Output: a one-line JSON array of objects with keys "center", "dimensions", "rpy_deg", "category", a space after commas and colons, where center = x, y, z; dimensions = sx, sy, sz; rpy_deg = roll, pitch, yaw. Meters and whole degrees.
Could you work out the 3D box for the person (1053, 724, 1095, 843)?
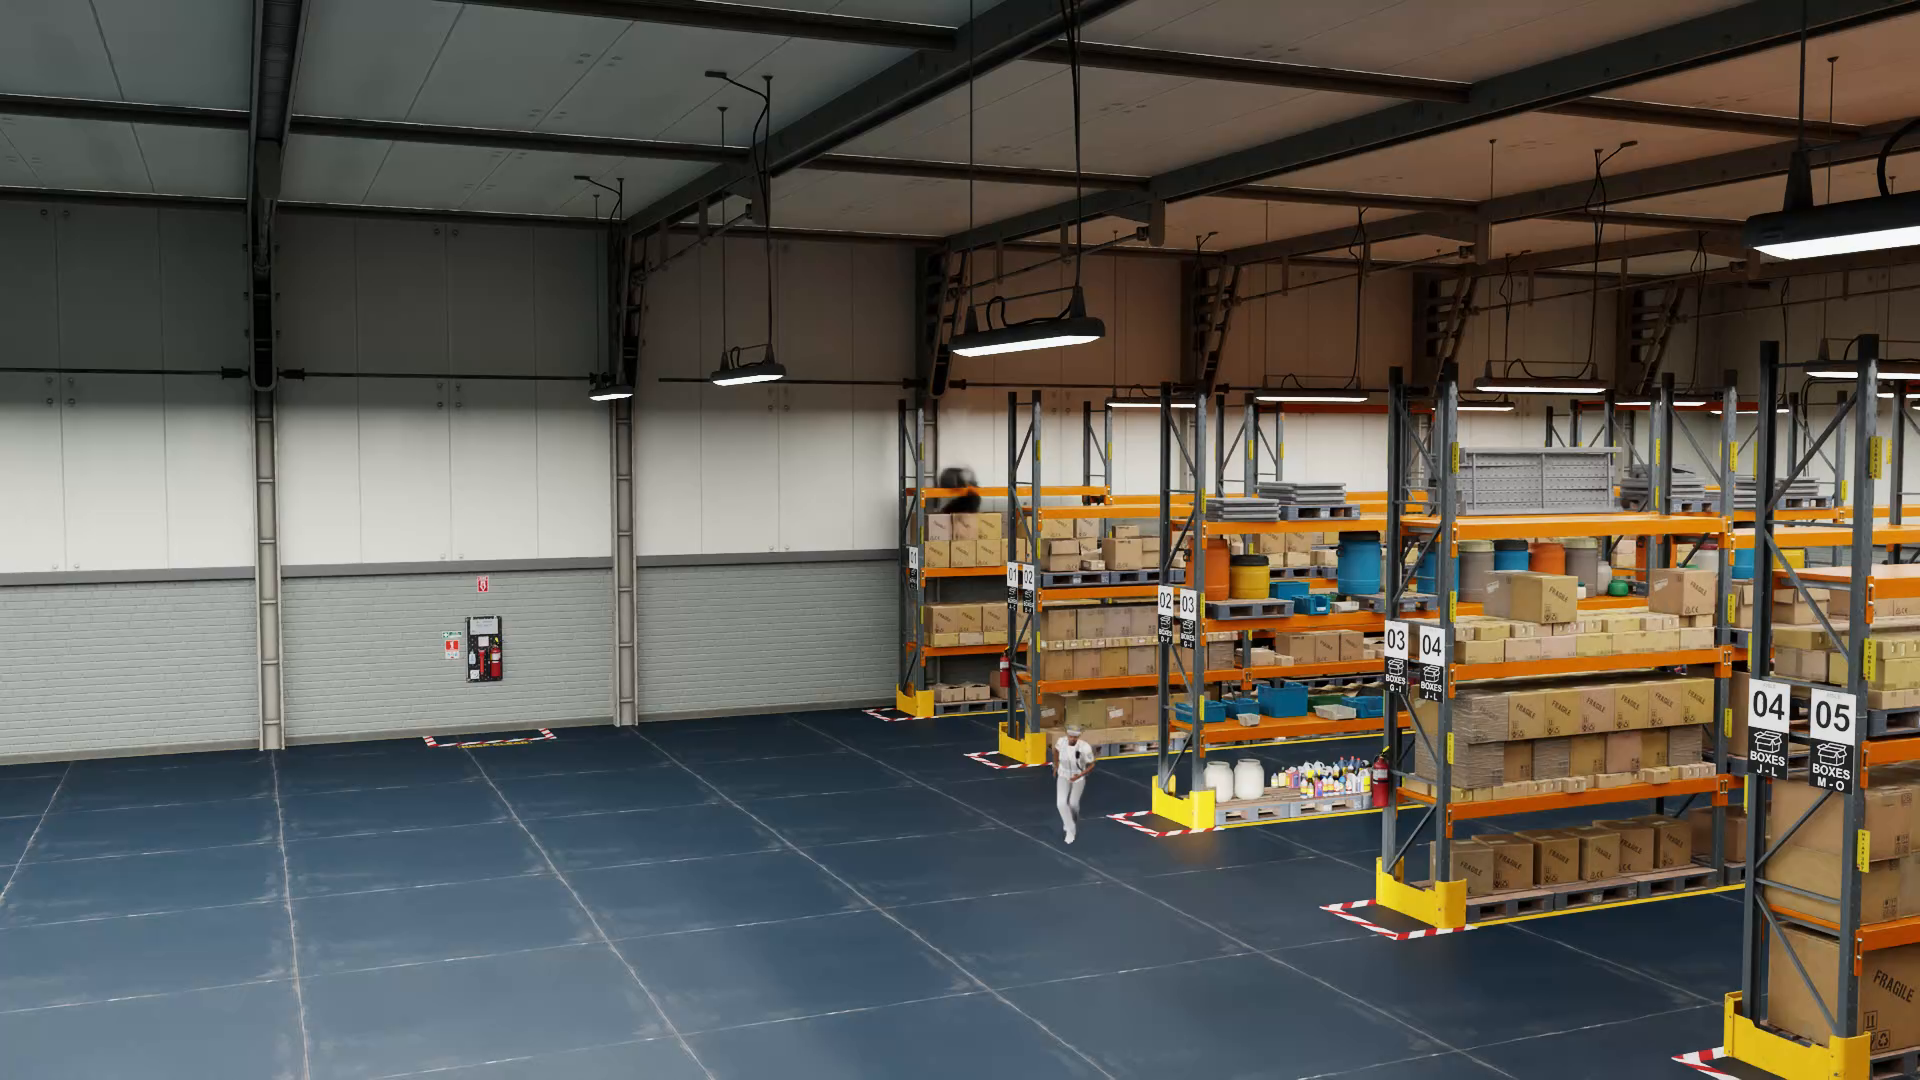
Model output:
[{"center": [1.510, 3.145, 21.767], "dimensions": [0.575, 1.584, 0.899], "rpy_deg": [1, 3, 14], "category": "person"}]
